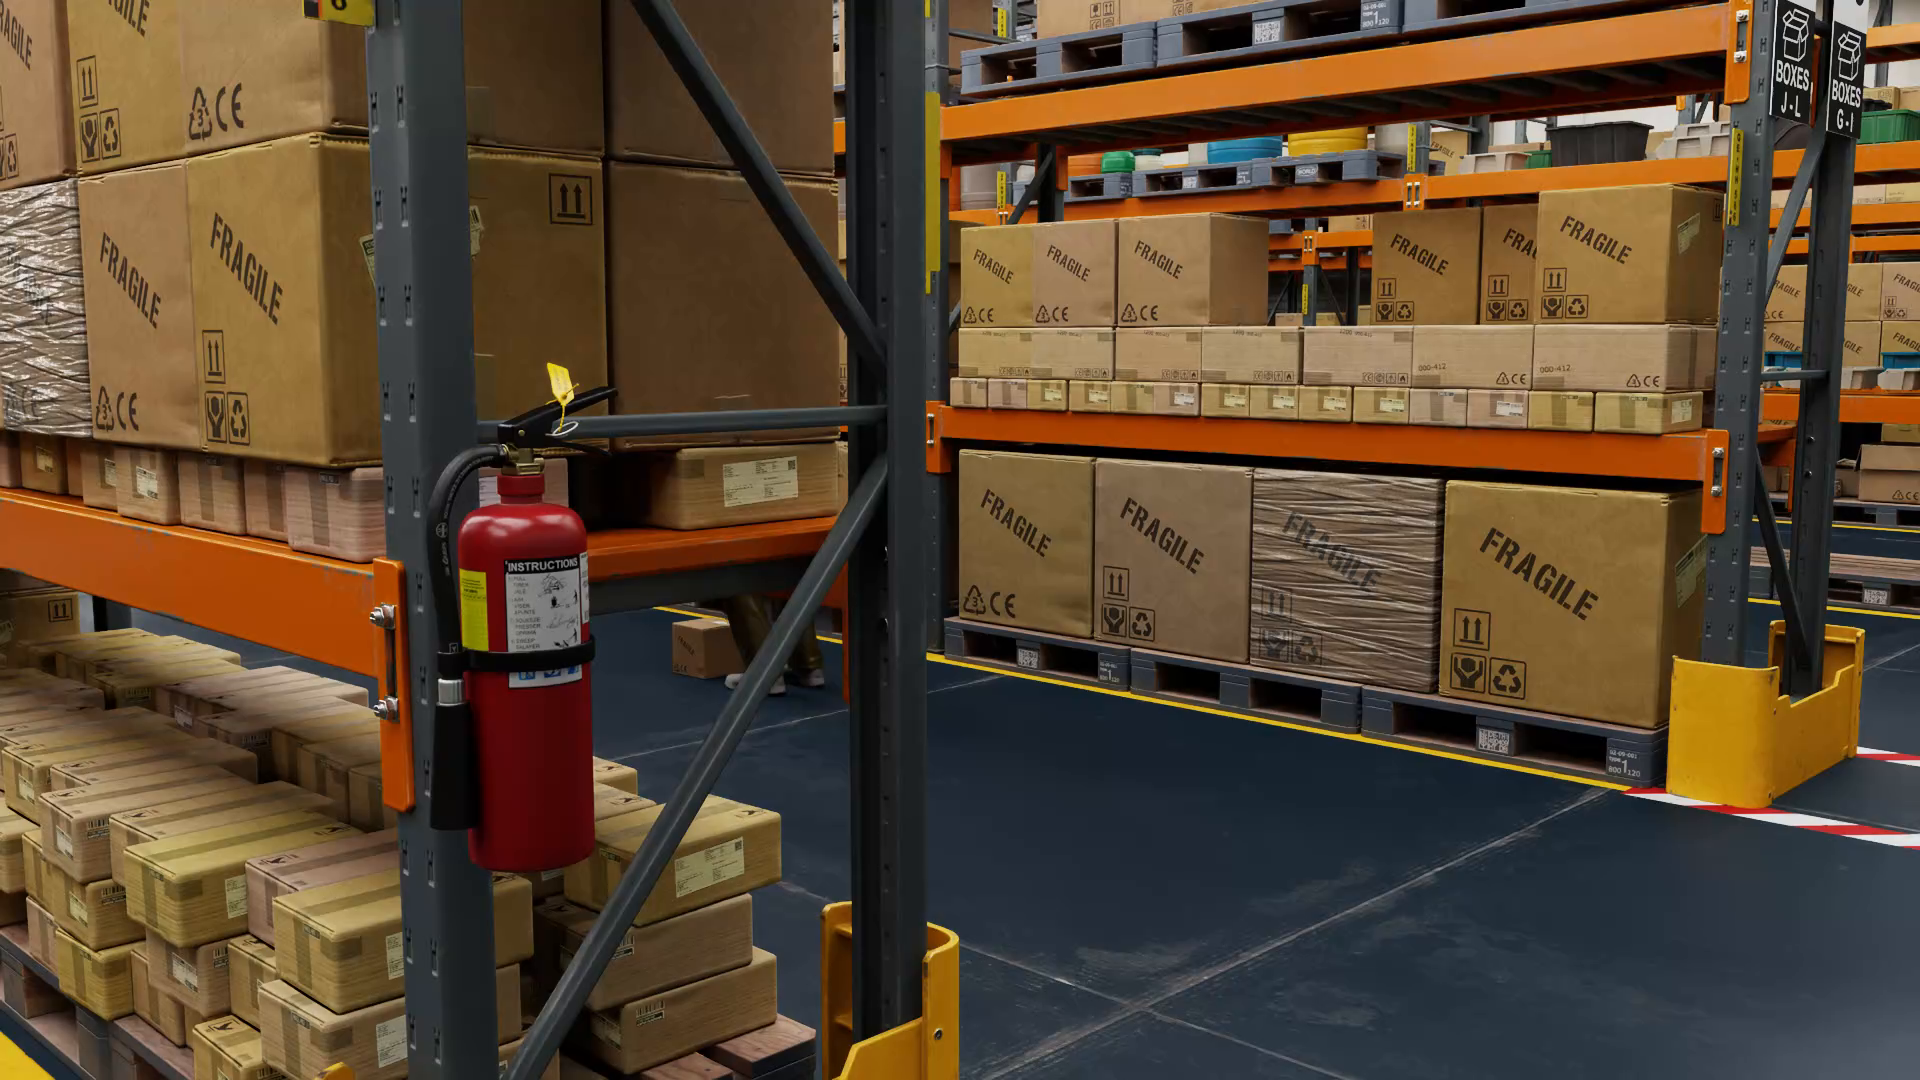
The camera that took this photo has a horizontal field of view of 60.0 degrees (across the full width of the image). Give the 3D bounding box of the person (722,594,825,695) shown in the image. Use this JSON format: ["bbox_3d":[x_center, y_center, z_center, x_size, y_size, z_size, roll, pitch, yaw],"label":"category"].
[{"bbox_3d":[-0.900,-0.142,7.793,0.595,1.715,0.449,-7,10,-44],"label":"person"}]
